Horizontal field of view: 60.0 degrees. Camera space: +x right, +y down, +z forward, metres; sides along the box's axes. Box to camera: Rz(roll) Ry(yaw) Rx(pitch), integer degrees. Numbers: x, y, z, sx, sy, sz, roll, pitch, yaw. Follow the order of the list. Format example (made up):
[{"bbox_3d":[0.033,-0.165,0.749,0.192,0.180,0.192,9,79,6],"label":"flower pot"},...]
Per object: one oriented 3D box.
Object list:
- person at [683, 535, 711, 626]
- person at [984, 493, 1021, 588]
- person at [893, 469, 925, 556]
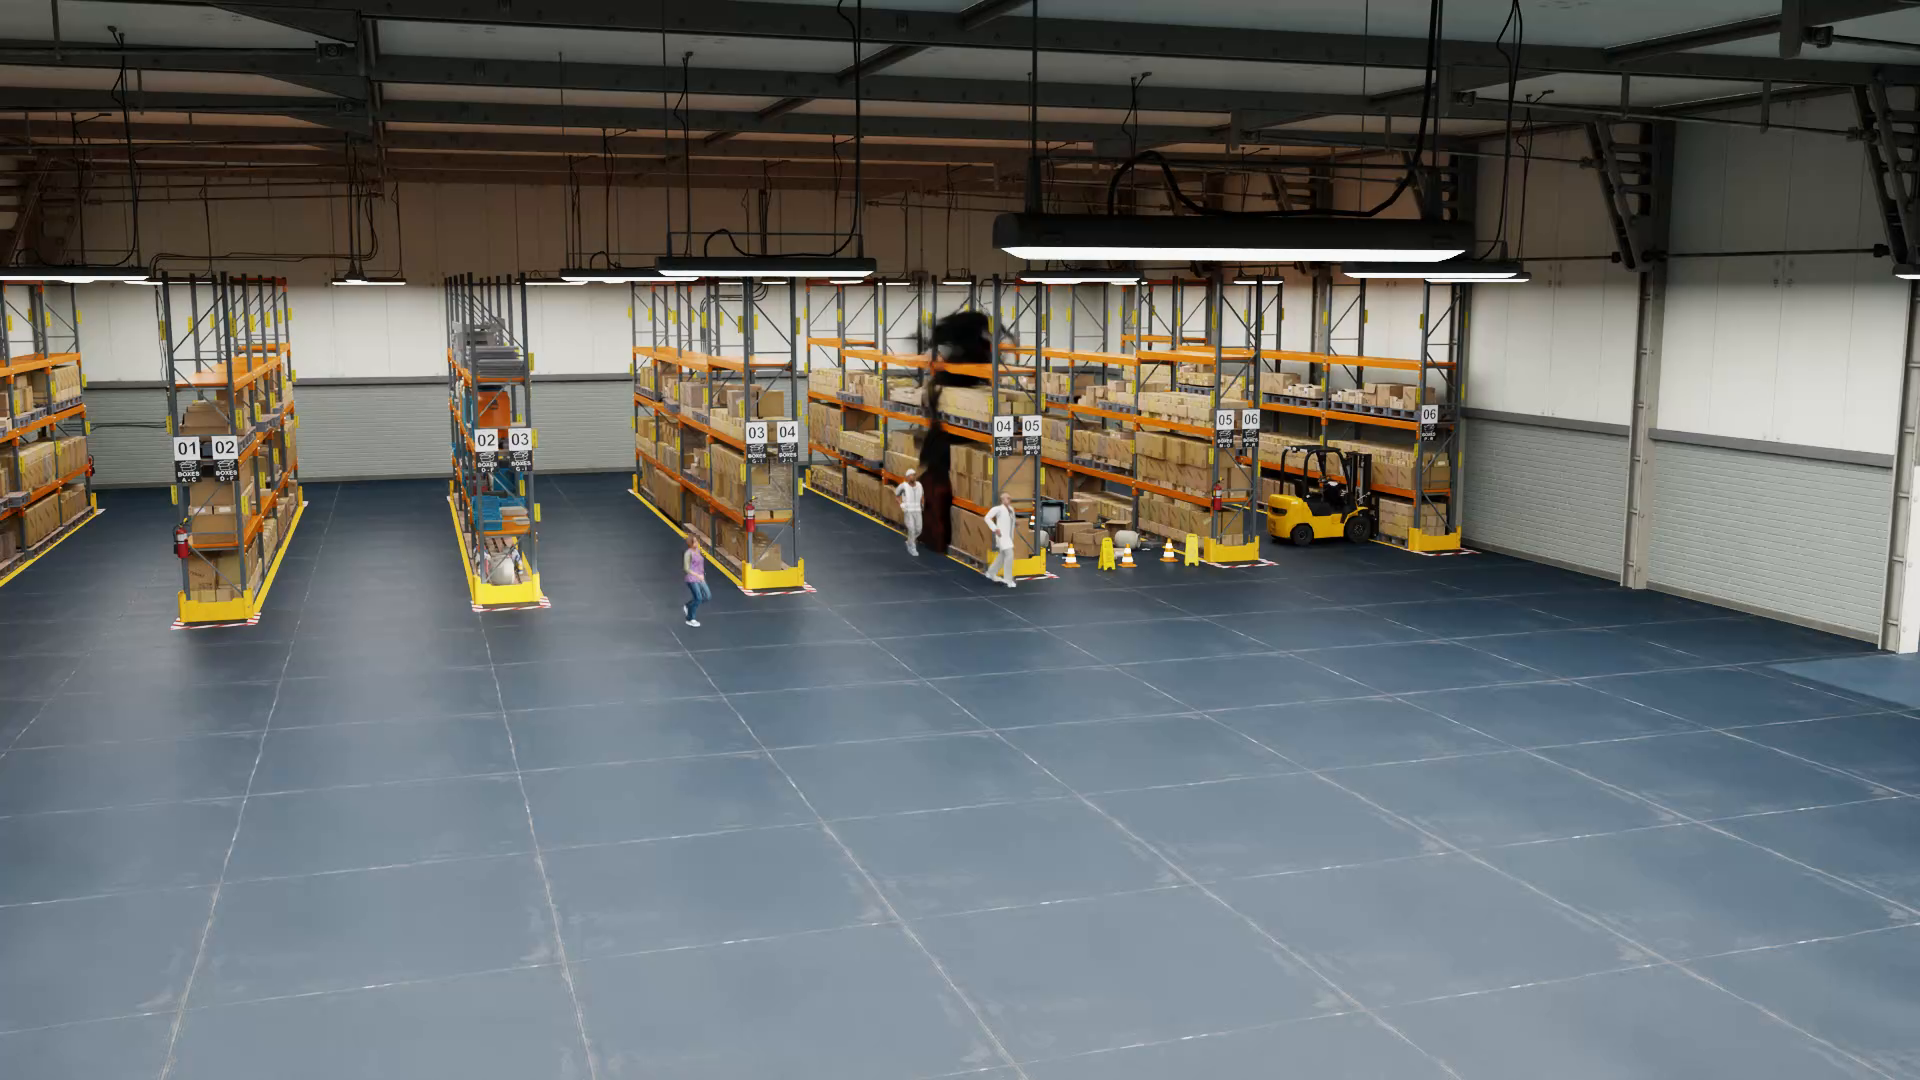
[{"bbox_3d":[-4.524,0.691,28.406,0.484,1.562,0.548,3,9,17],"label":"person"},{"bbox_3d":[0.833,0.000,32.263,0.779,1.843,0.705,5,10,31],"label":"person"},{"bbox_3d":[-1.015,-0.580,34.178,0.690,1.772,0.608,-5,10,-29],"label":"person"}]
